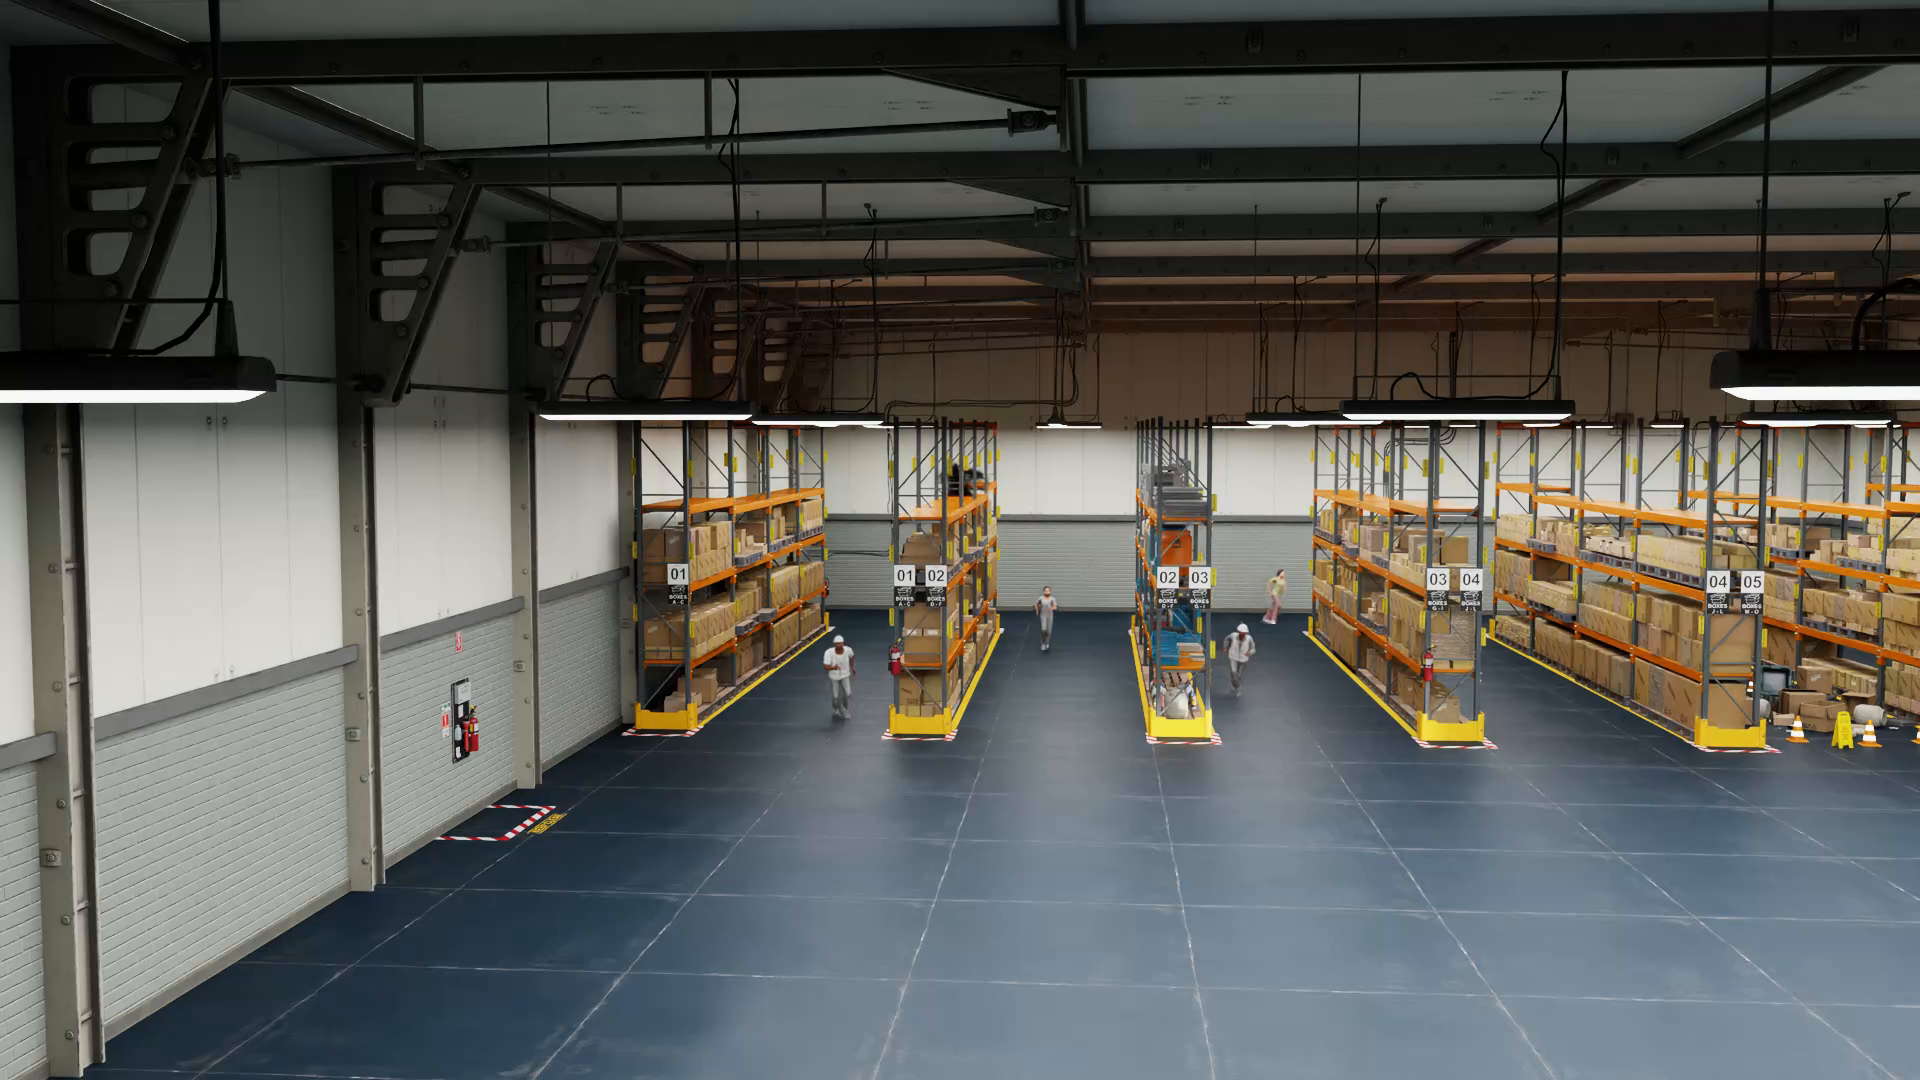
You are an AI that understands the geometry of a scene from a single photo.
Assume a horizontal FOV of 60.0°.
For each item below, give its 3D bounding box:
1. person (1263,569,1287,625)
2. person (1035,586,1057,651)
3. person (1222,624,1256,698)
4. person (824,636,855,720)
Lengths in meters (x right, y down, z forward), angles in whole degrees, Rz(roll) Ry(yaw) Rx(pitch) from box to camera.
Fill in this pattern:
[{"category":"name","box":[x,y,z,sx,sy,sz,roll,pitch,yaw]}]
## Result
[{"category":"person","box":[9.336,1.675,49.264,0.722,1.624,0.744,-3,5,-36]},{"category":"person","box":[2.255,2.054,43.434,0.532,1.688,0.703,0,4,-5]},{"category":"person","box":[6.022,2.559,35.906,0.669,1.593,1.099,0,4,2]},{"category":"person","box":[-2.387,2.713,32.967,0.647,1.685,0.919,-1,4,-10]}]
